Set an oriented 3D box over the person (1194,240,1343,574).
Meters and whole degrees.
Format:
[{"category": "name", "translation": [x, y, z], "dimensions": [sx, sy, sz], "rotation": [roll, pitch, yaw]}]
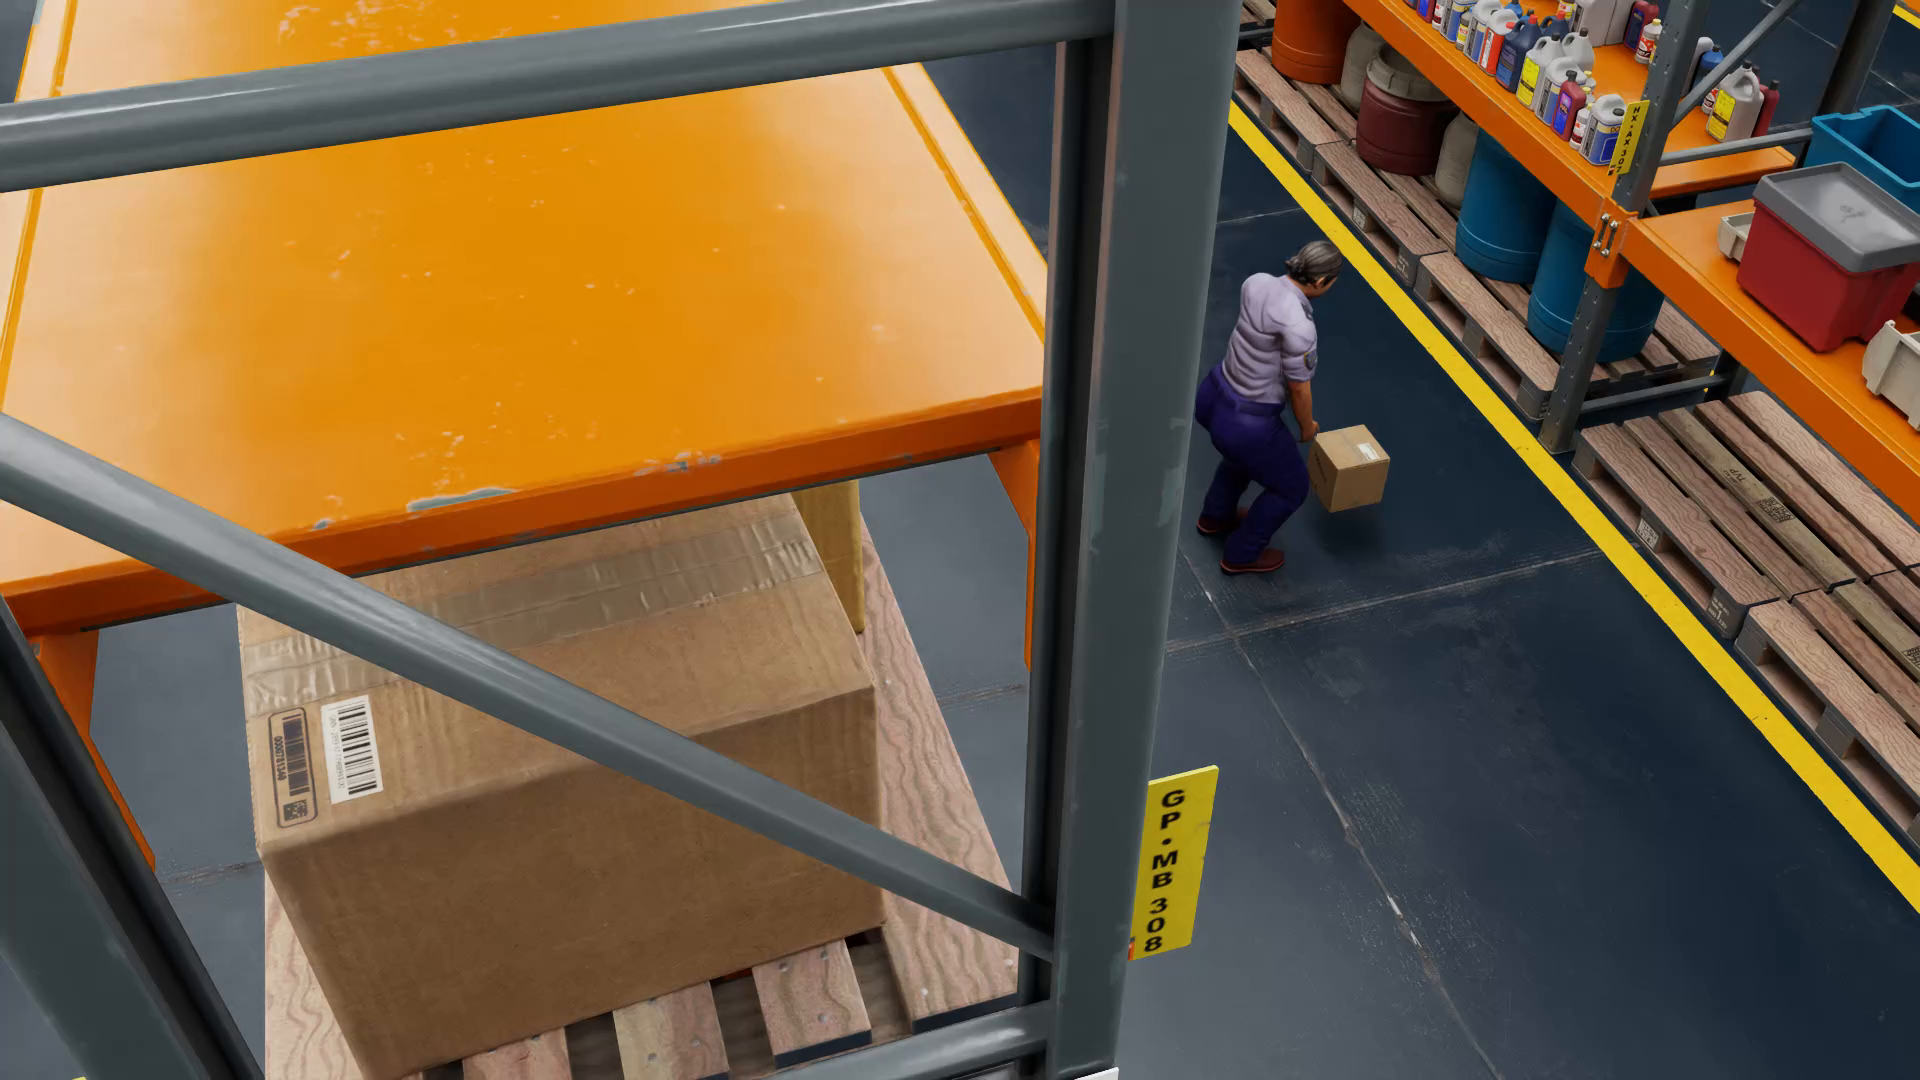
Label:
[{"category": "person", "translation": [1.264, -0.559, 6.908], "dimensions": [0.477, 1.510, 0.522], "rotation": [-11, 44, -12]}]
